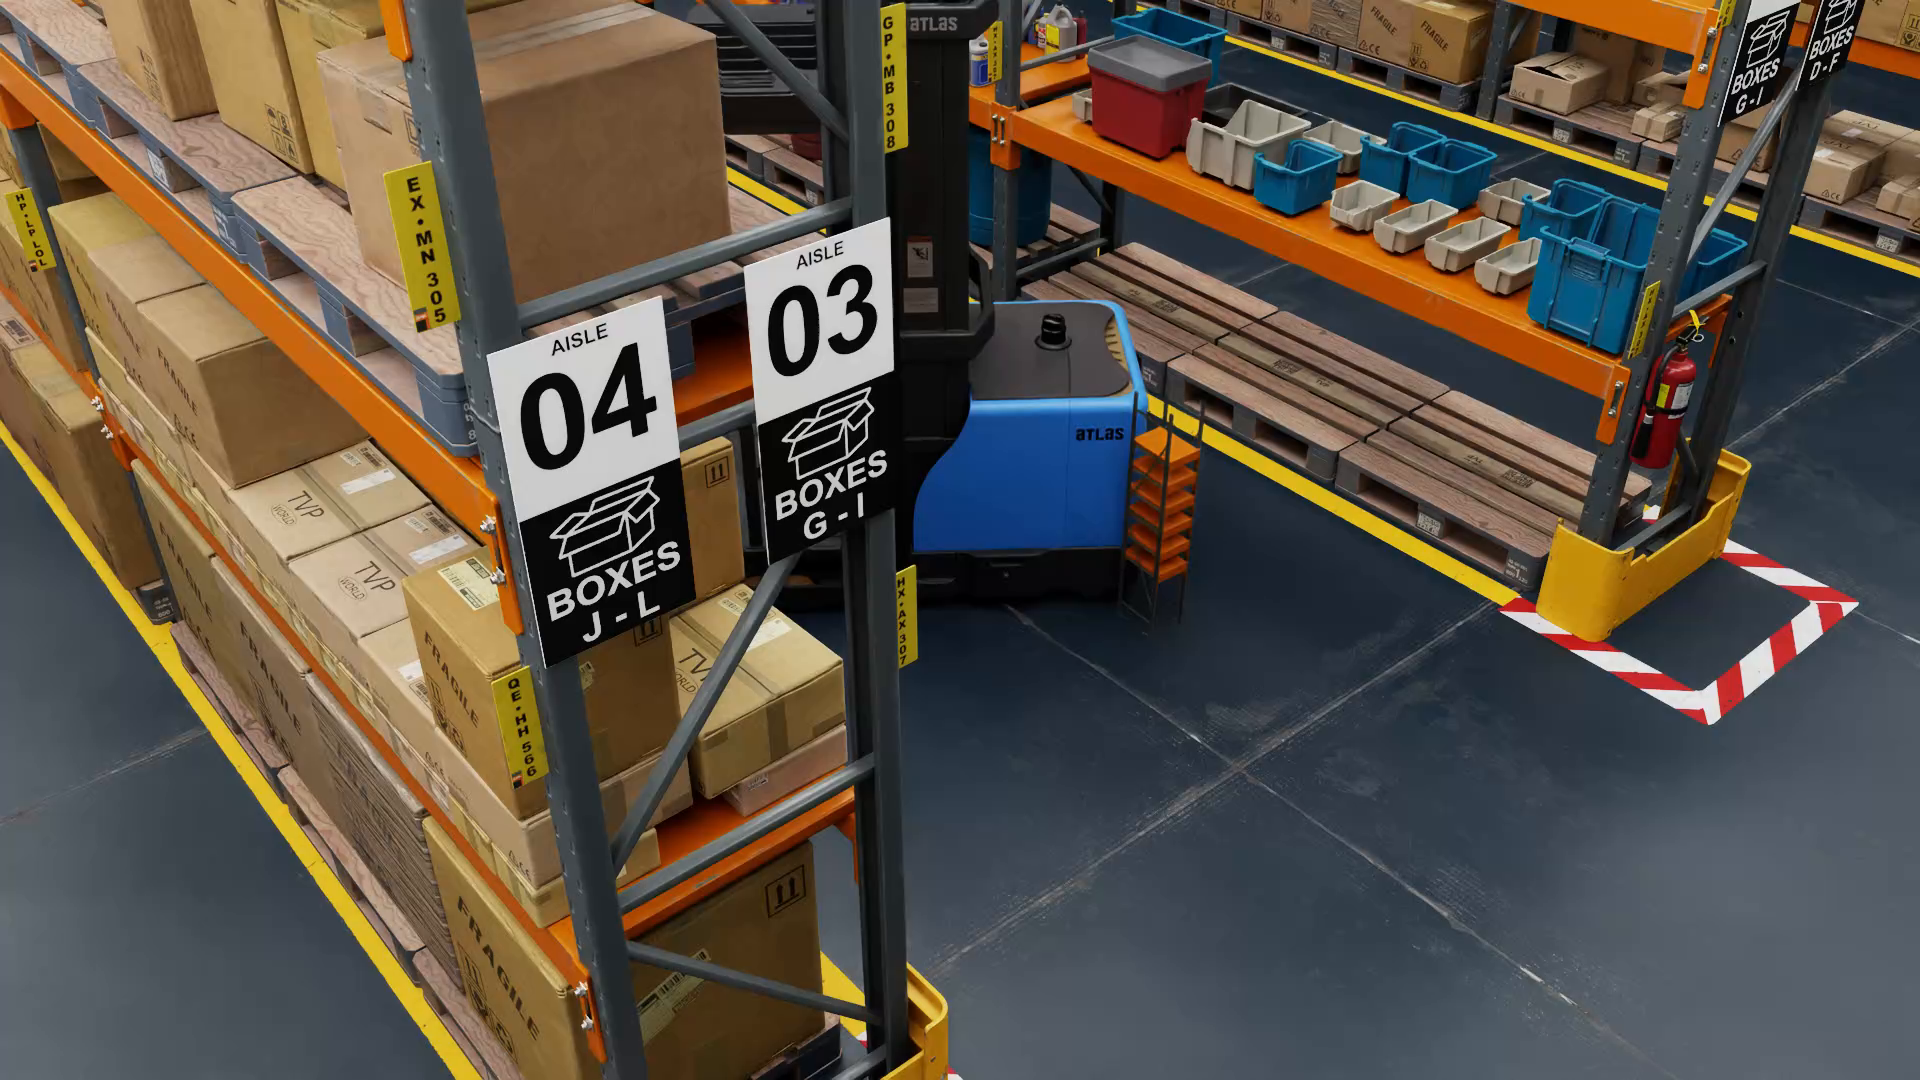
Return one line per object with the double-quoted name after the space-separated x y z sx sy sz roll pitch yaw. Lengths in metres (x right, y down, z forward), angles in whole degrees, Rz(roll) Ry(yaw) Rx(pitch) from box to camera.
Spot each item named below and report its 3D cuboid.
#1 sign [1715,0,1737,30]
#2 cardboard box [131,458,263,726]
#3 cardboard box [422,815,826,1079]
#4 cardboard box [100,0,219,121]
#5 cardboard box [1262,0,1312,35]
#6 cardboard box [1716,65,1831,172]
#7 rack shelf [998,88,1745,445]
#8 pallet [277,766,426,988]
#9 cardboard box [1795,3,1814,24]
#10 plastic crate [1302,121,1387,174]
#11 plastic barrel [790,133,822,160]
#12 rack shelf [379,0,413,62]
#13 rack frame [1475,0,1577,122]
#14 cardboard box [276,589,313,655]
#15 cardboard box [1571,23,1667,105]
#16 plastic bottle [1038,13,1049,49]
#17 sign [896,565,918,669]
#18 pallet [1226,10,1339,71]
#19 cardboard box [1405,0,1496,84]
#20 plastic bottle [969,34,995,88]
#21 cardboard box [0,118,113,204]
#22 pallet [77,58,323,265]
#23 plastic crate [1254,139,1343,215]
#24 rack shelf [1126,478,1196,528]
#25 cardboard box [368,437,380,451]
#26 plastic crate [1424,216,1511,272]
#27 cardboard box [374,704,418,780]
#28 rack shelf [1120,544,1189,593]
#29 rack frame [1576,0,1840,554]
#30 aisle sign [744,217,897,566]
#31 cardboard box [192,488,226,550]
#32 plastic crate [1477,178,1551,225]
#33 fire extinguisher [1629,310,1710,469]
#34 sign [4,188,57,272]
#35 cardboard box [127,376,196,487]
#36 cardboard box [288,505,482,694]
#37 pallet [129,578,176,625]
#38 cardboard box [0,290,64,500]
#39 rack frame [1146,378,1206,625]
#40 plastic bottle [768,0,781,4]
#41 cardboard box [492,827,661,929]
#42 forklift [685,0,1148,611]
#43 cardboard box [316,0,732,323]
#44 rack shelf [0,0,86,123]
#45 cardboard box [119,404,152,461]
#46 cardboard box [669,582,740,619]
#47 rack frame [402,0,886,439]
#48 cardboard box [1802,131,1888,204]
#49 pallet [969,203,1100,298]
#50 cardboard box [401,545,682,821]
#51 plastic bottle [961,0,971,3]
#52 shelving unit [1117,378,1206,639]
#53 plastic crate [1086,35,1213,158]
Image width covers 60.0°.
2.788 -2.009 5.987 0.100 0.325 0.005 -26 43 -32 "sign"
-2.802 0.058 7.048 0.875 0.875 0.875 -26 43 -32 "cardboard box"
-1.059 1.250 5.365 0.875 0.875 0.875 -26 43 -32 "cardboard box"
-2.043 -1.590 4.768 0.700 0.500 0.500 -24 42 -30 "cardboard box"
2.900 -4.589 13.917 0.500 0.500 0.500 -28 44 -33 "cardboard box"
5.620 -2.985 11.649 0.797 0.503 0.637 -26 43 -32 "cardboard box"
1.908 -1.630 8.578 1.077 0.370 4.000 -26 43 -32 "rack shelf"
-1.944 1.083 6.538 1.003 0.211 1.213 -26 43 -32 "pallet"
5.507 -3.696 10.786 0.500 0.500 0.500 -27 43 -32 "cardboard box"
1.970 -2.066 8.749 0.293 0.136 0.466 -26 43 -32 "plastic crate"
-0.907 -3.051 11.686 0.600 0.588 0.708 -26 43 -32 "plastic barrel"
-1.876 -2.067 4.351 1.077 0.370 4.000 -26 43 -32 "rack shelf"
4.403 -4.652 12.223 1.000 3.000 0.127 -26 43 -32 "rack frame"
-2.053 0.200 5.589 0.380 0.149 0.250 -25 42 -31 "cardboard box"
4.988 -3.666 12.613 0.500 0.500 0.500 -26 43 -32 "cardboard box"
0.532 -3.149 10.273 0.097 0.201 0.097 0 35 0 "plastic bottle"
-0.158 0.217 4.531 0.100 0.325 0.005 -26 43 -32 "sign"
3.058 -4.398 14.277 1.003 0.211 1.213 -26 43 -32 "pallet"
3.866 -3.922 12.975 0.500 0.500 0.500 -26 43 -32 "cardboard box"
0.116 -2.809 9.728 0.152 0.276 0.135 -26 43 -32 "plastic bottle"
-3.585 -1.688 7.084 0.797 0.503 0.637 -27 43 -33 "cardboard box"
-1.864 -1.243 4.892 1.003 0.211 1.213 -26 43 -32 "pallet"
1.677 -1.807 8.300 0.416 0.233 0.300 -26 43 -32 "plastic crate"
0.883 -0.182 7.335 0.180 0.103 0.258 -23 42 -29 "rack shelf"
-2.016 -0.469 6.190 0.500 0.250 0.500 -25 42 -31 "cardboard box"
2.358 -1.383 7.784 0.396 0.136 0.243 -26 43 -32 "plastic crate"
-1.558 0.539 5.111 0.380 0.149 0.250 -25 42 -31 "cardboard box"
0.881 0.110 7.546 0.180 0.103 0.258 -23 42 -29 "rack shelf"
3.198 -1.040 7.123 1.000 3.000 0.127 -26 43 -32 "rack frame"
-0.310 -0.334 3.877 0.394 0.787 0.004 -26 43 -32 "aisle sign"
-2.554 -0.141 6.072 0.380 0.149 0.250 -27 43 -32 "cardboard box"
2.709 -1.661 8.176 0.250 0.136 0.298 -26 43 -32 "plastic crate"
2.948 -0.620 6.920 0.296 0.674 0.183 -26 43 -32 "fire extinguisher"
-3.575 -1.192 6.405 0.100 0.325 0.005 -26 43 -32 "sign"
-2.746 -0.493 6.223 0.500 0.250 0.500 -26 43 -32 "cardboard box"
-1.756 0.183 5.268 0.500 0.250 0.500 -28 44 -33 "cardboard box"
-3.722 -0.134 8.256 1.003 0.211 1.213 -26 43 -32 "pallet"
-4.172 -0.933 8.446 1.225 0.875 0.875 -28 44 -33 "cardboard box"
0.956 -0.153 7.424 0.006 1.200 0.240 -23 42 -29 "rack frame"
-1.221 -3.686 10.960 0.061 0.283 0.133 -26 43 -32 "plastic bottle"
-1.067 0.875 4.636 0.380 0.149 0.250 -25 42 -31 "cardboard box"
-0.689 -1.173 7.370 3.031 2.935 1.130 -1 35 -2 "forklift"
-0.962 -0.880 3.765 0.700 0.500 0.500 -29 44 -34 "cardboard box"
-4.457 -2.772 7.596 1.077 0.370 4.000 -26 43 -32 "rack shelf"
-3.060 -0.486 6.558 0.380 0.149 0.250 -28 44 -33 "cardboard box"
-1.029 0.207 5.234 0.500 0.250 0.500 -27 43 -32 "cardboard box"
-0.585 -1.641 2.781 1.000 3.000 0.127 -26 43 -32 "rack frame"
5.855 -2.522 11.214 0.500 0.250 0.500 -26 43 -32 "cardboard box"
0.151 -2.025 10.926 1.003 0.211 1.213 -26 43 -32 "pallet"
-1.101 0.324 4.421 0.500 0.500 0.500 -25 43 -31 "cardboard box"
0.012 -3.511 10.719 0.152 0.276 0.135 -26 43 -32 "plastic bottle"
0.883 -0.121 7.379 0.189 1.200 0.258 -23 42 -29 "shelving unit"
1.002 -2.369 8.893 0.402 0.464 0.583 -26 43 -32 "plastic crate"
